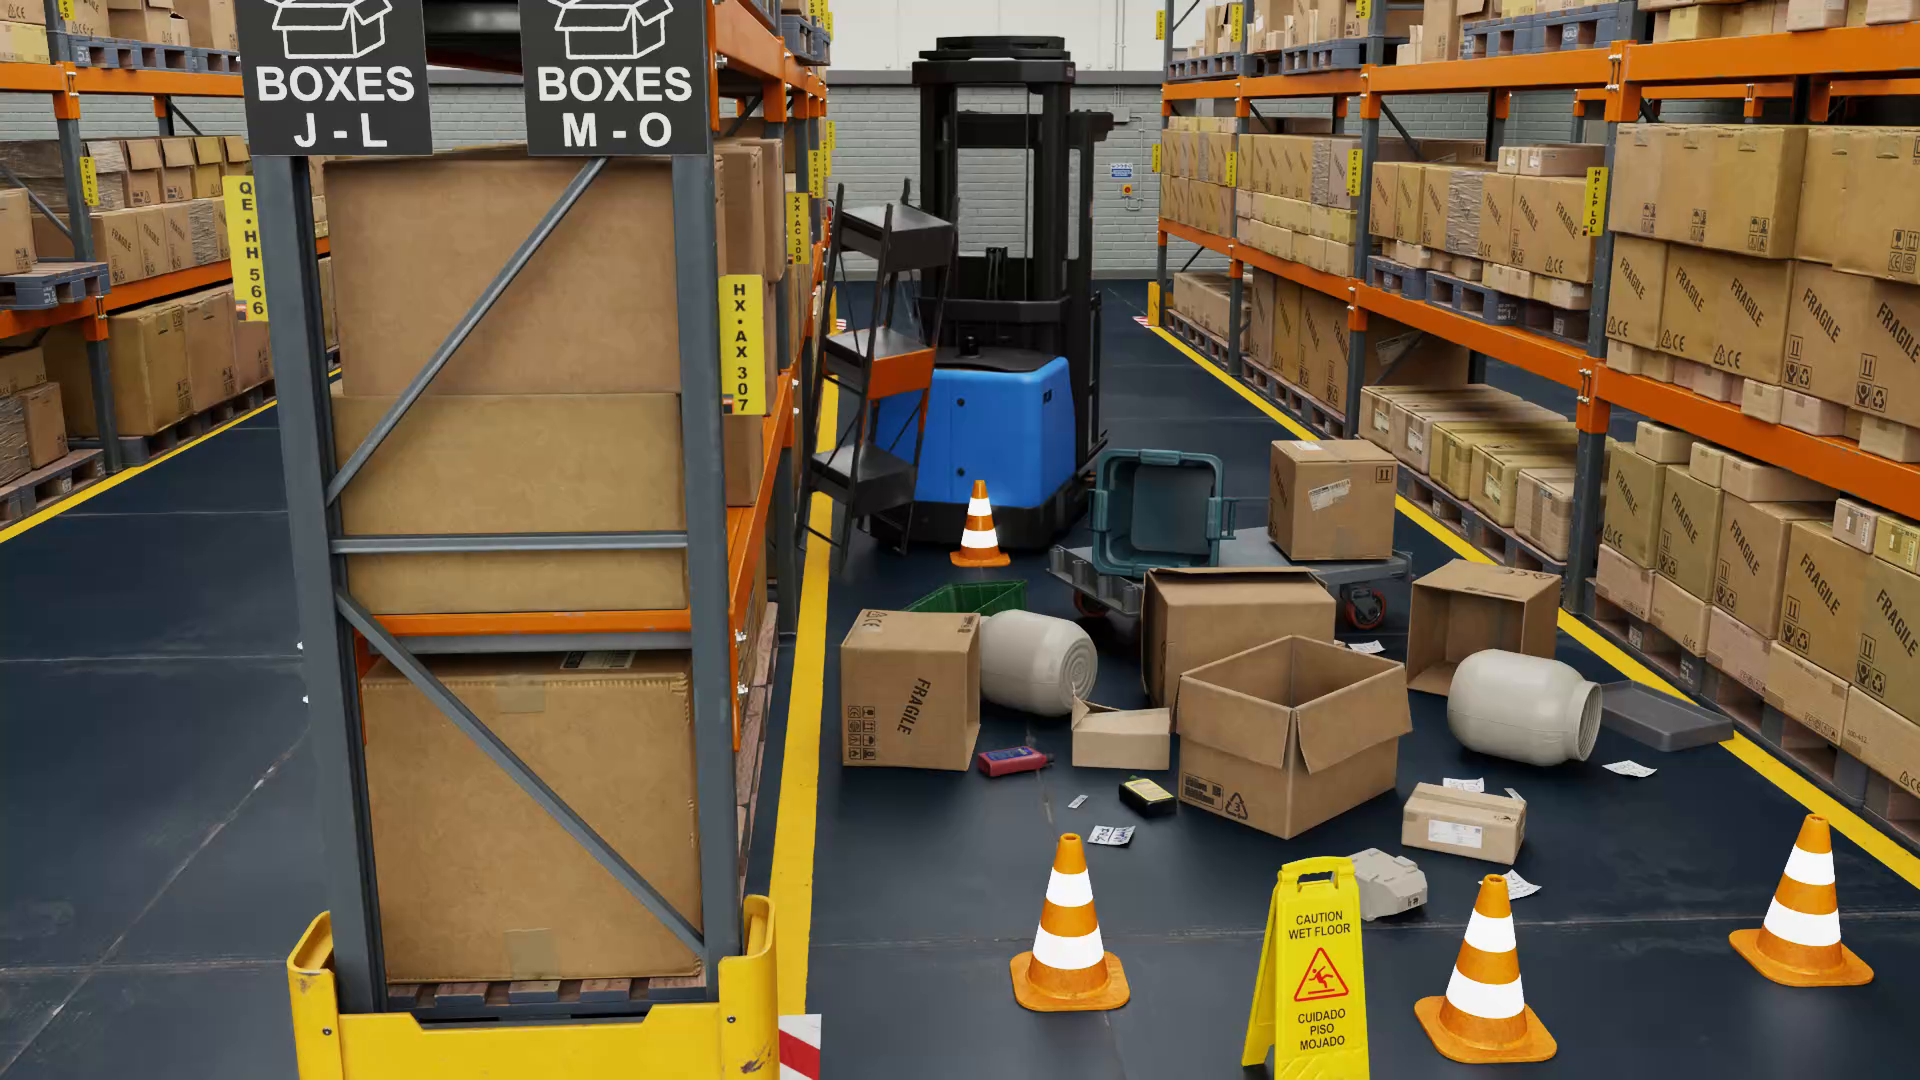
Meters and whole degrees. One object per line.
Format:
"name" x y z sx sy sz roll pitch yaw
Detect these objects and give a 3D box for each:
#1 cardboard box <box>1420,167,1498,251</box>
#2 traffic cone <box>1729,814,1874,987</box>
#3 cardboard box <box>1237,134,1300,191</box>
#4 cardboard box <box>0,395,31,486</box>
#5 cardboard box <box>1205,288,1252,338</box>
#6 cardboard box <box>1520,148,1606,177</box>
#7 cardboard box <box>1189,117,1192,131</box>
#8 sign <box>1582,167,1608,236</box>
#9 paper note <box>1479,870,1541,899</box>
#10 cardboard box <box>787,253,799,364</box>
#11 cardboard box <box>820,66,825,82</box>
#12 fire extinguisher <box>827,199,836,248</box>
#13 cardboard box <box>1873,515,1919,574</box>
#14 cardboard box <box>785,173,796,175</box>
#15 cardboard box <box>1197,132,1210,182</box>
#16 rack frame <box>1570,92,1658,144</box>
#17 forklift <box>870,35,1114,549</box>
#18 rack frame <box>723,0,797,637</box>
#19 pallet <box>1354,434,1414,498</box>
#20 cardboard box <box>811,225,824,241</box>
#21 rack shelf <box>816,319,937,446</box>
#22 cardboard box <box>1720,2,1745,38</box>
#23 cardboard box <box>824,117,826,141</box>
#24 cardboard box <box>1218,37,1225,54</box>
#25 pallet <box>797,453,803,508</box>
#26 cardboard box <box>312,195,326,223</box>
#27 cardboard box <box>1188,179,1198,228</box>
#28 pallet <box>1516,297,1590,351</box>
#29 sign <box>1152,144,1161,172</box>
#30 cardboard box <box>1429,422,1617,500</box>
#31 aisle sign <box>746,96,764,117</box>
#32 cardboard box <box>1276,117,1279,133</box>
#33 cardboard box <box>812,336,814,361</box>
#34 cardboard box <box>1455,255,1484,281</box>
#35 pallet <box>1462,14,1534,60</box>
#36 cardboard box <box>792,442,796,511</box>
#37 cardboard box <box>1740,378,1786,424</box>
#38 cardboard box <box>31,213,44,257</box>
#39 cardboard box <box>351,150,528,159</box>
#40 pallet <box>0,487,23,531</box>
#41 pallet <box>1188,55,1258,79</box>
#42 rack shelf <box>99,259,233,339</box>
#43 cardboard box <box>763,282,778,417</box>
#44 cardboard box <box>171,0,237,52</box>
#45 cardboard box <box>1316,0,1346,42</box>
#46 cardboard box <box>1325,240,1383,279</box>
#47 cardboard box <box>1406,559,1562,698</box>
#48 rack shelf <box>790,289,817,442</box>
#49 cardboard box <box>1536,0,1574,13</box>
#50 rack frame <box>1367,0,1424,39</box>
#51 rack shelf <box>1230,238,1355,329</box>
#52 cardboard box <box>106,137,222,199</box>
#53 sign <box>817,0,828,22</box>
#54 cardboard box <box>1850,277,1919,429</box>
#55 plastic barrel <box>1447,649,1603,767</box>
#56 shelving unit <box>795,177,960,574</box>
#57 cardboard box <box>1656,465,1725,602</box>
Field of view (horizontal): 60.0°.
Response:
"cardboard box" 3.253 -2.099 10.523 0.500 0.500 0.500 -1 14 -2
"traffic cone" 2.559 1.051 5.011 0.336 0.463 0.334 -1 14 -3
"cardboard box" 2.870 -3.493 15.376 0.500 0.500 0.500 -1 14 -3
"cardboard box" -6.405 -0.625 10.570 0.700 0.500 0.500 -2 15 -8
"cardboard box" 3.142 -2.418 17.702 0.875 0.438 0.875 -1 14 -5
"cardboard box" 3.316 -2.077 9.139 0.380 0.149 0.250 -1 14 -5
"cardboard box" 2.693 -4.501 17.990 0.380 0.149 0.250 -1 14 -3
"sign" 3.072 -1.636 8.042 0.100 0.325 0.005 -1 14 -3
"paper note" 1.828 1.143 5.521 0.148 0.019 0.142 -6 16 -23
"cardboard box" -1.073 -1.167 8.341 0.500 0.500 0.500 -1 14 -3
"cardboard box" -1.623 -4.726 16.658 0.500 0.250 0.500 0 14 -1
"fire extinguisher" -1.607 -3.819 19.755 0.296 0.674 0.183 -1 14 -3
"cardboard box" 3.461 0.013 5.826 0.380 0.149 0.250 -1 14 -3
"cardboard box" -1.585 -3.246 15.090 0.380 0.149 0.250 0 14 -1
"cardboard box" 2.761 -3.973 17.241 0.500 0.500 0.500 -1 14 -3
"rack frame" 7.836 -4.147 20.124 1.000 3.000 0.127 -1 14 -3
"forklift" 0.354 -1.691 10.718 1.130 2.935 3.031 4 15 15
"rack frame" -1.309 -0.983 7.829 1.000 3.000 0.127 -1 14 -3
"pallet" 3.424 -0.535 11.682 1.003 0.211 1.213 -1 14 -3
"cardboard box" -1.496 -2.927 15.886 0.380 0.149 0.250 0 14 -1
"rack shelf" -0.474 -0.868 9.106 0.431 0.518 0.480 29 31 36
"cardboard box" 3.486 -2.209 7.075 0.380 0.149 0.250 -1 14 -3
"cardboard box" -1.703 -4.279 17.834 0.500 0.500 0.500 0 14 -1
"cardboard box" 2.754 -4.877 16.402 0.380 0.149 0.250 -1 14 -2
"pallet" -1.583 -0.430 11.276 1.003 0.211 1.213 -1 14 -3
"cardboard box" -6.555 -3.238 16.294 0.500 0.250 0.500 -1 14 -4
"cardboard box" 2.745 -3.617 17.866 0.500 0.500 0.500 0 14 -2
"pallet" 3.723 -1.184 8.995 1.003 0.211 1.213 -1 14 -3
"sign" 2.327 -4.520 19.677 0.100 0.325 0.005 -1 14 -3
"cardboard box" 3.498 -0.498 10.372 0.950 0.372 0.625 0 14 -2
"aisle sign" -2.356 -5.240 19.156 0.394 0.787 0.004 -1 14 -3
"cardboard box" 3.279 -4.130 16.550 0.380 0.149 0.250 -1 14 -4
"cardboard box" -1.358 -1.509 12.542 0.500 0.250 0.500 -2 15 -6
"cardboard box" 3.264 -1.675 10.178 0.380 0.149 0.250 0 14 -2
"pallet" 3.626 -2.860 9.478 1.213 0.211 1.003 -1 14 -3
"cardboard box" -1.493 -0.490 9.584 1.050 0.750 0.750 -1 14 -3
"cardboard box" 3.394 -0.562 6.694 0.380 0.149 0.250 -1 14 -3
"cardboard box" -6.791 -2.094 11.945 0.500 0.500 0.500 0 14 -2
"cardboard box" -1.172 -0.812 4.696 0.875 0.550 0.550 -1 14 -3
"pallet" -6.394 -0.079 9.911 1.003 0.211 1.213 -1 14 -3
"pallet" 3.017 -4.991 17.561 1.003 0.211 1.213 -1 14 -3
"rack shelf" -6.637 -2.076 13.518 1.077 0.370 4.000 -1 14 -3
"cardboard box" -1.218 -0.828 6.924 0.875 0.550 0.550 -1 14 -3
"cardboard box" -6.715 -4.482 14.363 0.700 0.500 0.500 -1 14 -2
"cardboard box" 3.126 -4.027 12.597 0.700 0.500 0.500 -2 15 -6
"cardboard box" 3.087 -2.129 12.582 0.500 0.250 0.500 -1 14 -5
"cardboard box" 2.334 0.412 7.417 0.500 0.500 0.500 10 18 35
"rack shelf" -1.433 -1.132 9.851 1.077 0.370 4.000 -1 14 -3
"cardboard box" 3.418 -2.937 8.861 0.500 0.250 0.500 -1 14 -3
"rack frame" 3.377 -4.985 11.342 1.000 3.000 0.127 -1 14 -3
"rack shelf" 3.254 -2.229 14.112 1.077 0.370 4.000 -1 14 -3
"cardboard box" -6.683 -3.126 13.943 0.797 0.503 0.637 -1 14 -3
"sign" -1.251 -4.876 15.111 0.100 0.325 0.005 -1 14 -3
"cardboard box" 3.510 -0.662 5.784 0.500 0.500 0.500 -1 14 -4
"plastic barrel" 2.234 0.667 6.584 0.512 0.421 0.421 10 18 35
"shelving unit" -0.472 -0.881 9.101 0.431 2.100 0.503 29 31 36
"cardboard box" 3.437 -0.036 7.317 0.500 0.500 0.500 0 14 -1
